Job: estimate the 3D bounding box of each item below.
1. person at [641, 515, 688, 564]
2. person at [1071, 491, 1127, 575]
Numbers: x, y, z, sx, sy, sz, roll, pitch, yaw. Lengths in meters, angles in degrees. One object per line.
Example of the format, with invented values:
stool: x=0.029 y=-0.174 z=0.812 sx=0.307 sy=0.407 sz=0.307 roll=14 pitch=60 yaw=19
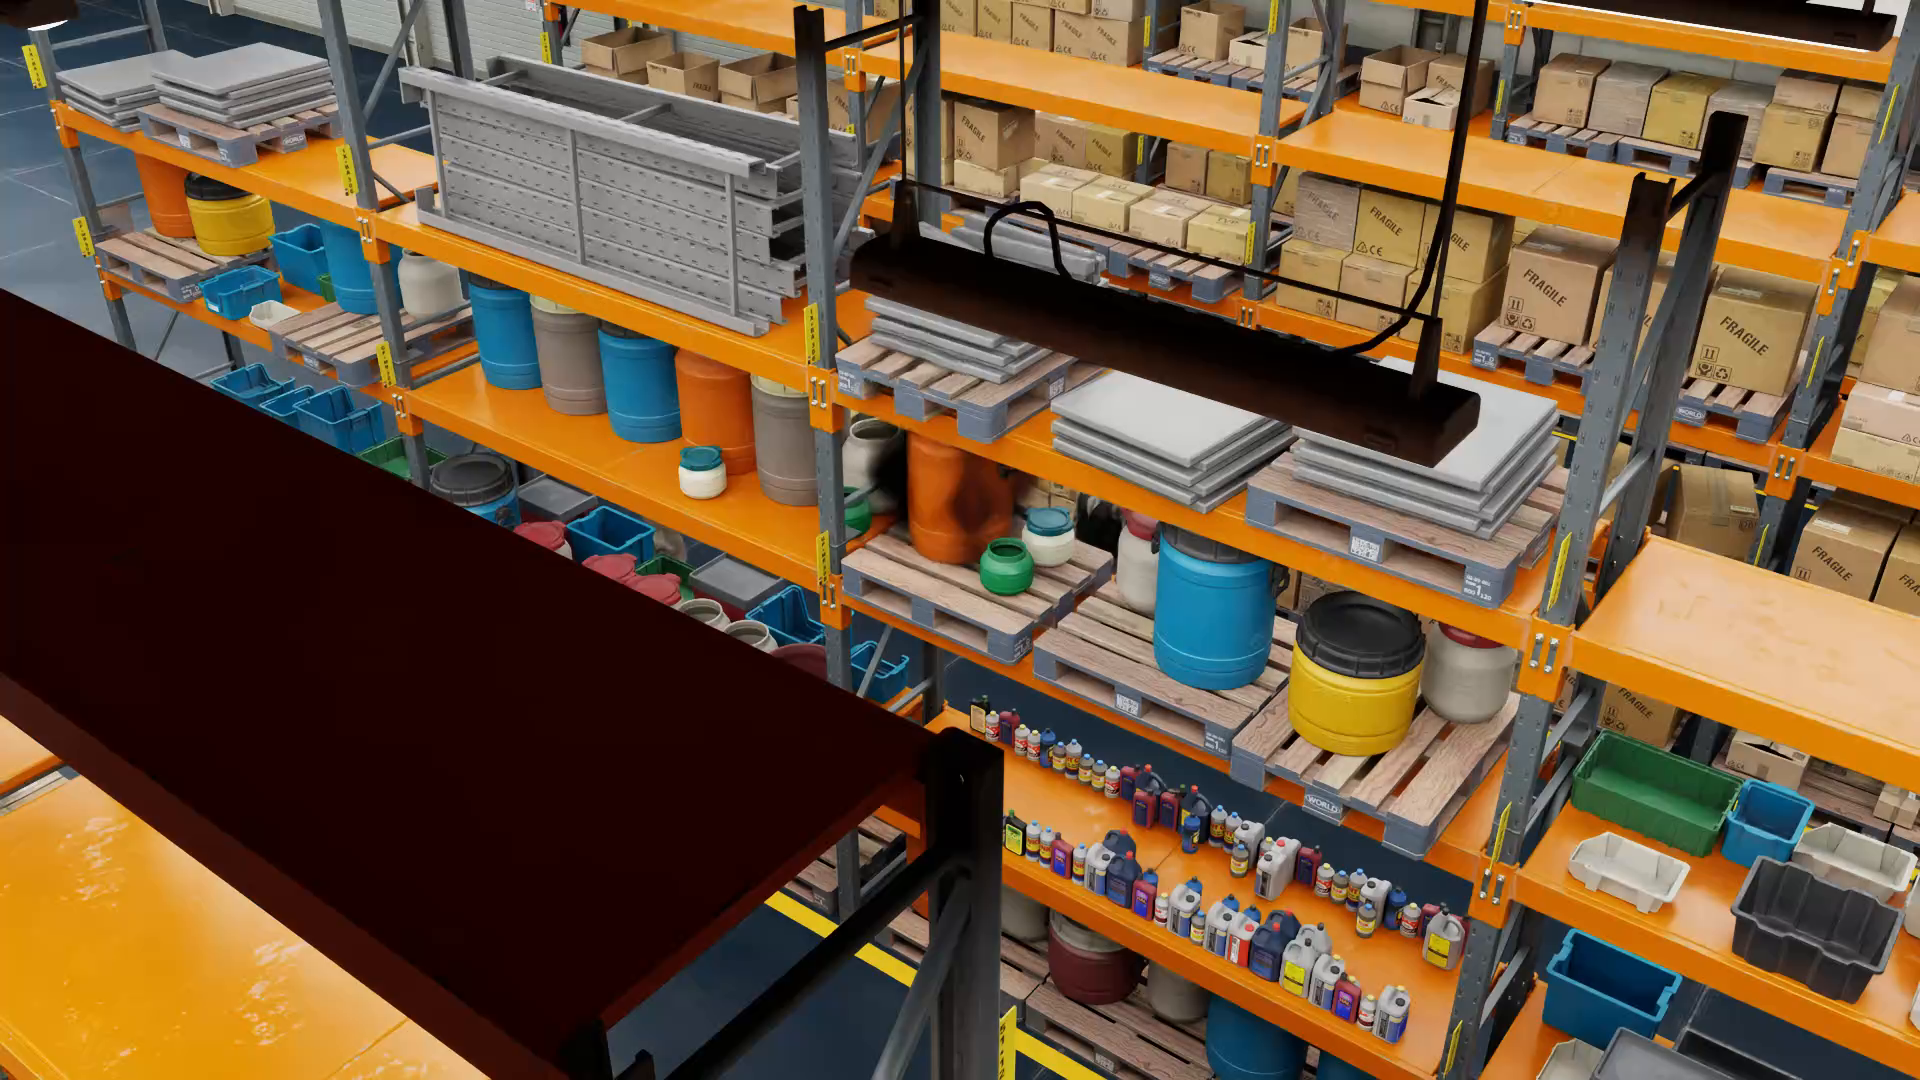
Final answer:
person: x=-2.626 y=-0.407 z=14.289 sx=0.637 sy=1.737 sz=0.367 roll=25 pitch=39 yaw=35
person: x=1.109 y=0.103 z=13.447 sx=0.599 sy=1.711 sz=0.605 roll=-15 pitch=34 yaw=-23
